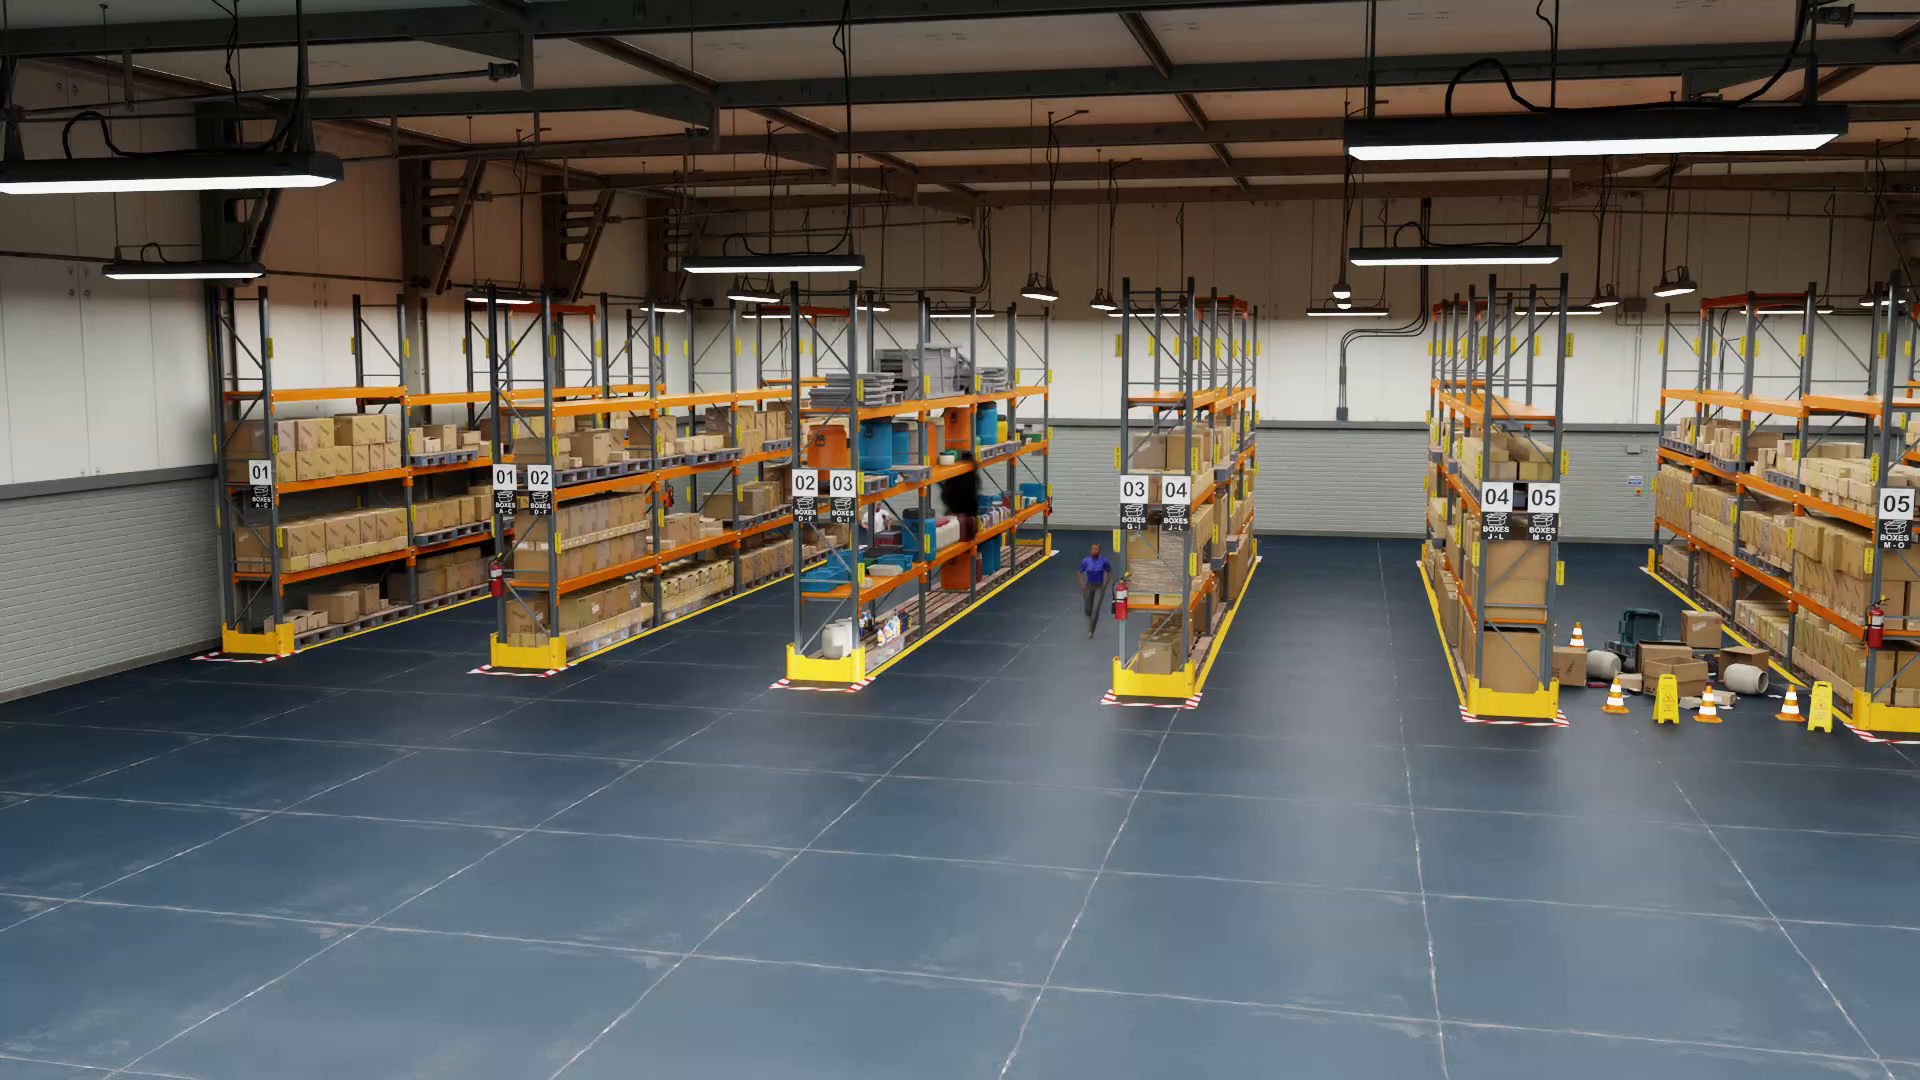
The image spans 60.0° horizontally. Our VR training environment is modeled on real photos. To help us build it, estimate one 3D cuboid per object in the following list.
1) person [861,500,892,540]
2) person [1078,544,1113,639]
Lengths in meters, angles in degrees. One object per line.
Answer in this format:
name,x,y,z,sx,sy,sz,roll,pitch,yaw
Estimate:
person,-1.824,-0.017,36.120,0.642,1.837,0.812,1,7,5
person,2.343,0.860,28.822,0.598,1.626,0.671,1,7,6
